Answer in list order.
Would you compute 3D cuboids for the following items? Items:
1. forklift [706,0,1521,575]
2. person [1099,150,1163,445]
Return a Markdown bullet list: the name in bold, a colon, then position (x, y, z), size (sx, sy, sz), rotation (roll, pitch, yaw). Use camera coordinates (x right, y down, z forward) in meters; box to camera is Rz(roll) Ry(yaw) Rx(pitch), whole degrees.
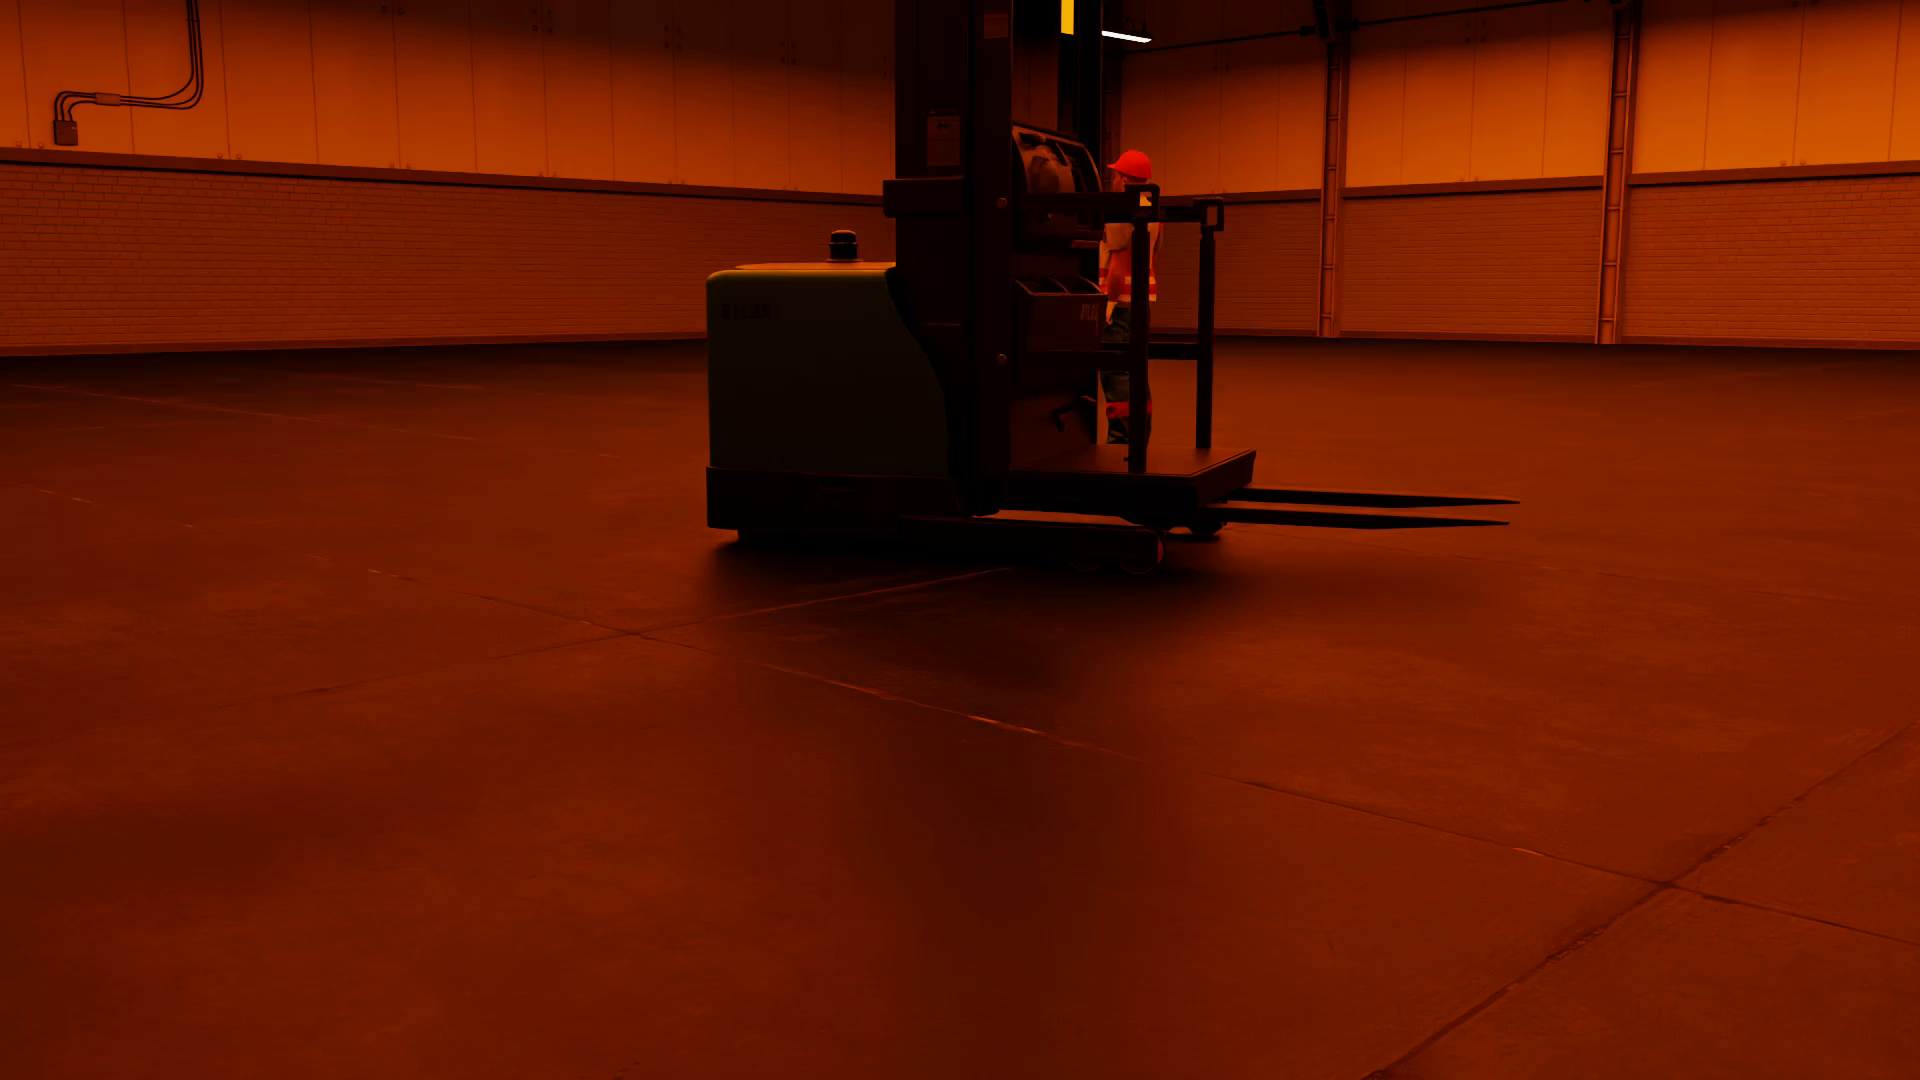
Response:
- **forklift**: position (0.565, -1.416, 6.275), size (3.031, 2.935, 1.130), rotation (3, 9, 22)
- **person**: position (0.950, -1.356, 9.716), size (0.382, 1.795, 0.527), rotation (6, 10, 33)
